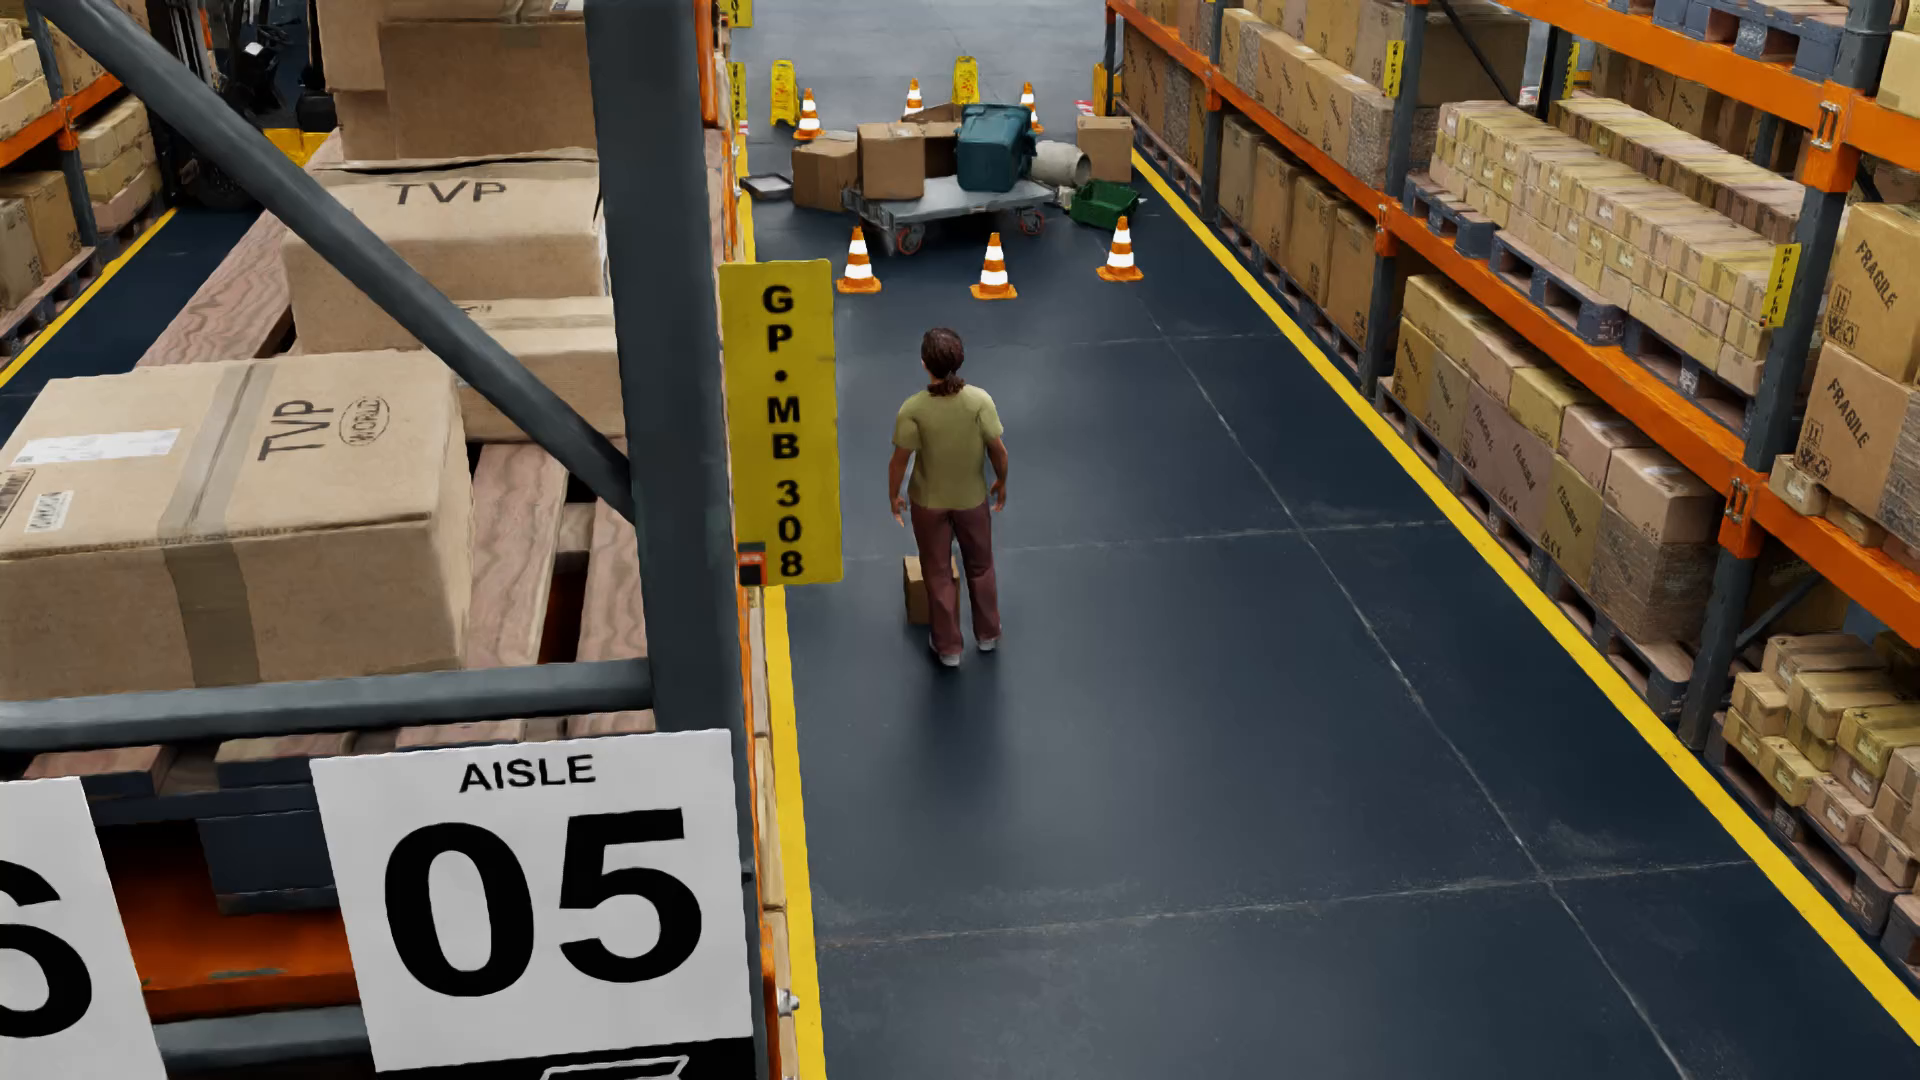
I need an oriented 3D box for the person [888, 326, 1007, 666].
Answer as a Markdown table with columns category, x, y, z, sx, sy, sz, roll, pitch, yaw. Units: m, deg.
| category | x | y | z | sx | sy | sz | roll | pitch | yaw |
| --- | --- | --- | --- | --- | --- | --- | --- | --- | --- |
| person | -0.054 | -0.209 | 7.520 | 0.556 | 1.660 | 0.534 | -3 | 27 | -6 |
